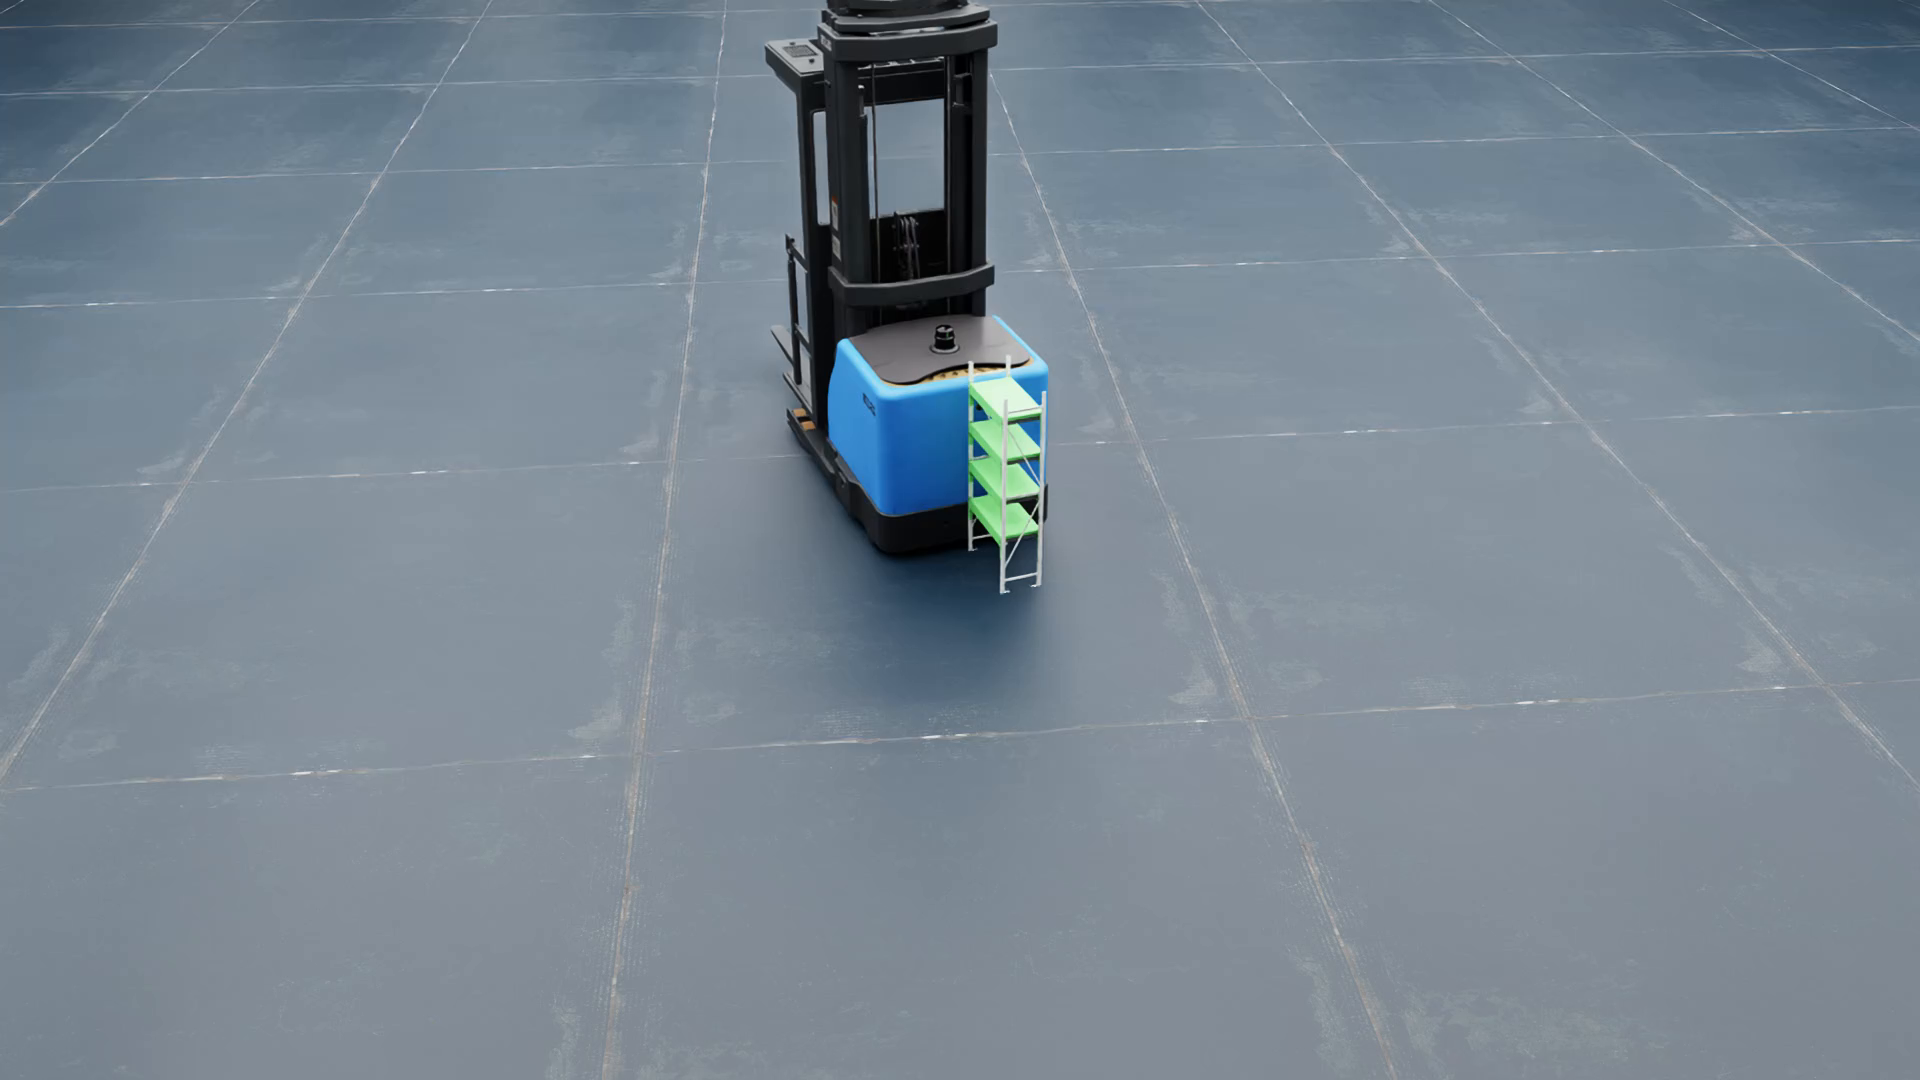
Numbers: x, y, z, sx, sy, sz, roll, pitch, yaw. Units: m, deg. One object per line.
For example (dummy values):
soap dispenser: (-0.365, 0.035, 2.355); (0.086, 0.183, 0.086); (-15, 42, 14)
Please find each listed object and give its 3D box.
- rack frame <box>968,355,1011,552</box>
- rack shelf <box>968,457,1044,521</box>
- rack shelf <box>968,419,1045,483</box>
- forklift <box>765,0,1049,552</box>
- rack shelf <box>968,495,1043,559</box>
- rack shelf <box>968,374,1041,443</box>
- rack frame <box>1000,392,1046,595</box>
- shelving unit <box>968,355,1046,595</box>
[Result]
rack frame: (0.162, -0.471, 9.368); (0.240, 1.200, 0.015); (-11, 33, -18)
rack shelf: (0.250, -0.299, 9.206); (0.258, 0.148, 0.480); (-11, 33, -18)
rack shelf: (0.250, -0.505, 9.083); (0.258, 0.148, 0.480); (-11, 33, -18)
forklift: (-0.489, -1.929, 10.122); (1.130, 2.935, 3.031); (-11, 33, -18)
rack shelf: (0.250, -0.093, 9.329); (0.258, 0.148, 0.480); (-11, 33, -18)
rack shelf: (0.250, -0.712, 8.960); (0.258, 0.148, 0.480); (-11, 33, -18)
rack frame: (0.338, -0.238, 8.978); (0.240, 1.200, 0.015); (-11, 33, -18)
shelving unit: (0.250, -0.354, 9.173); (0.258, 1.200, 0.503); (-11, 33, -18)
